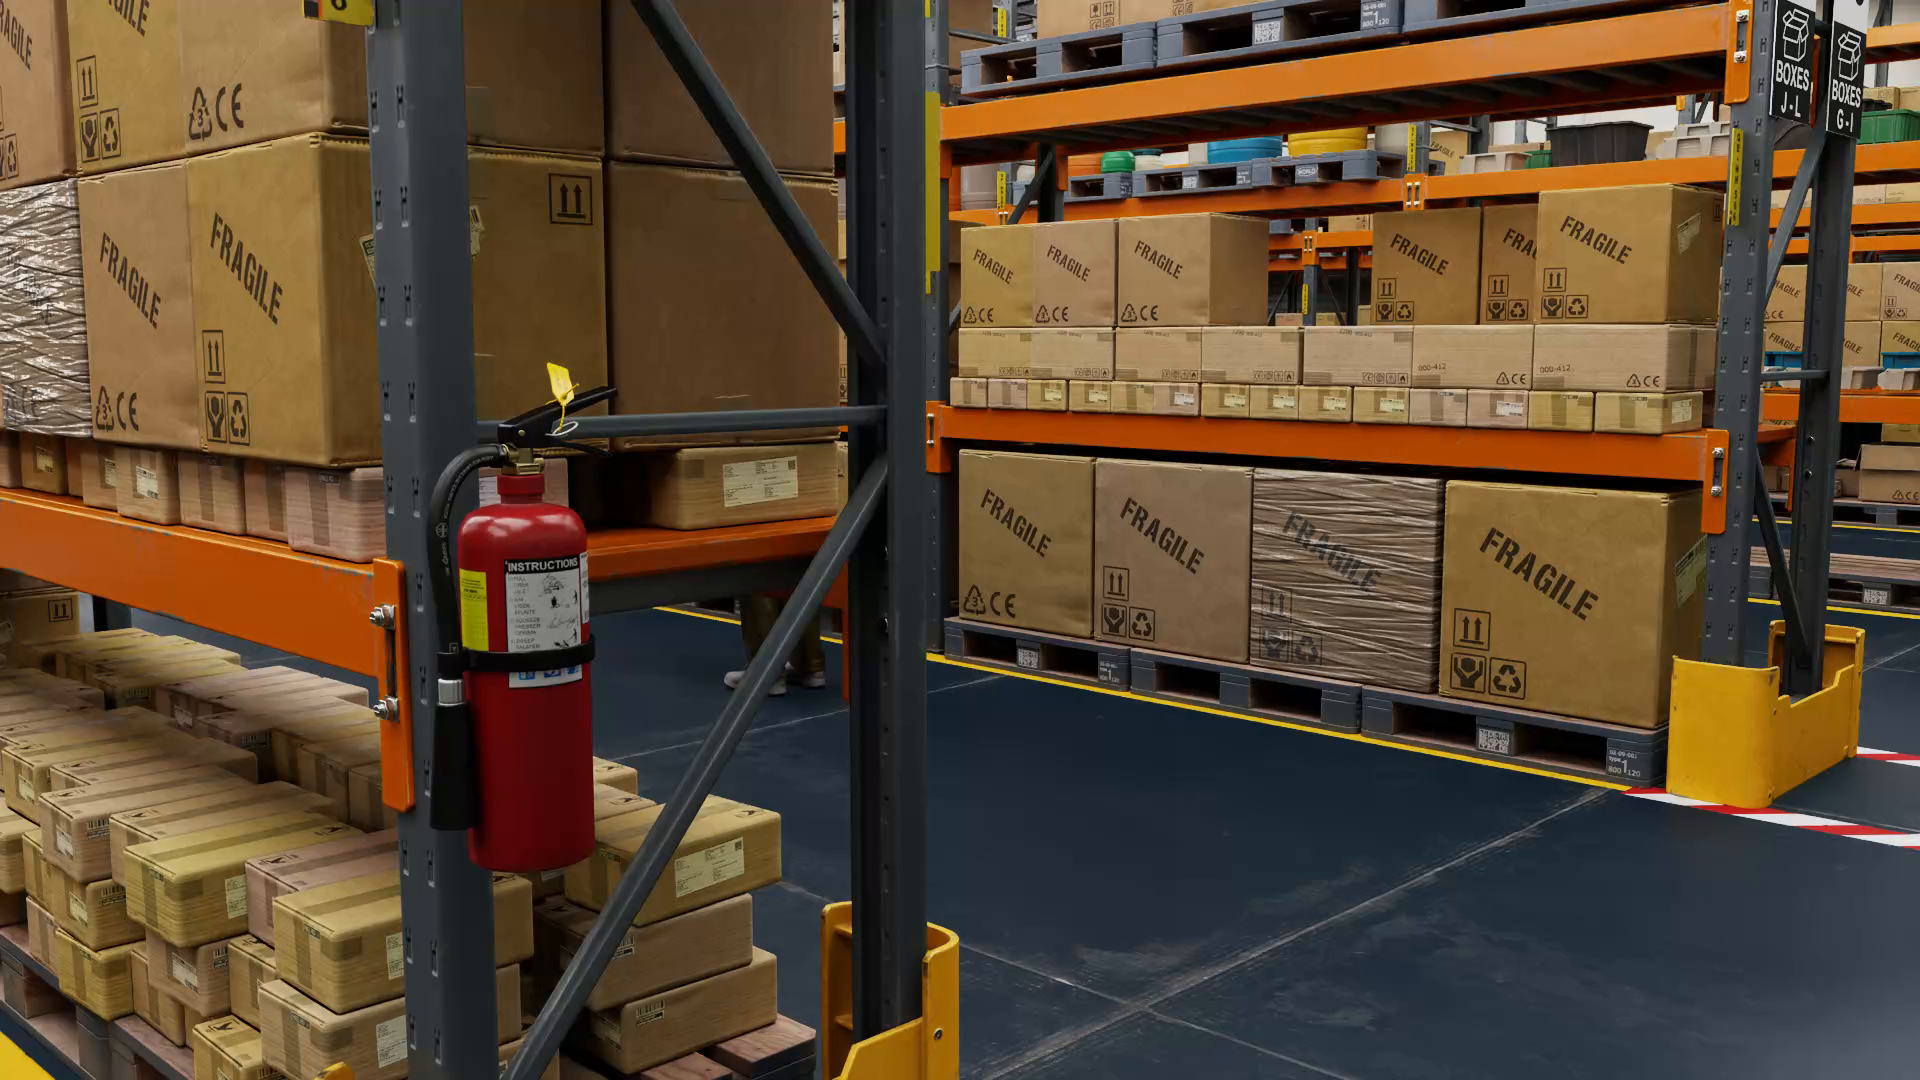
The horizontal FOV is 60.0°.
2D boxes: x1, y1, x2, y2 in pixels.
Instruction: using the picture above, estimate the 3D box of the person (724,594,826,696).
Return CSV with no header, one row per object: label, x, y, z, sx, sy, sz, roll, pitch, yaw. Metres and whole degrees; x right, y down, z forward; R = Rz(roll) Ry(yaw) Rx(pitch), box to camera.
person,-0.918,-0.188,7.837,0.527,1.781,0.554,6,9,43
